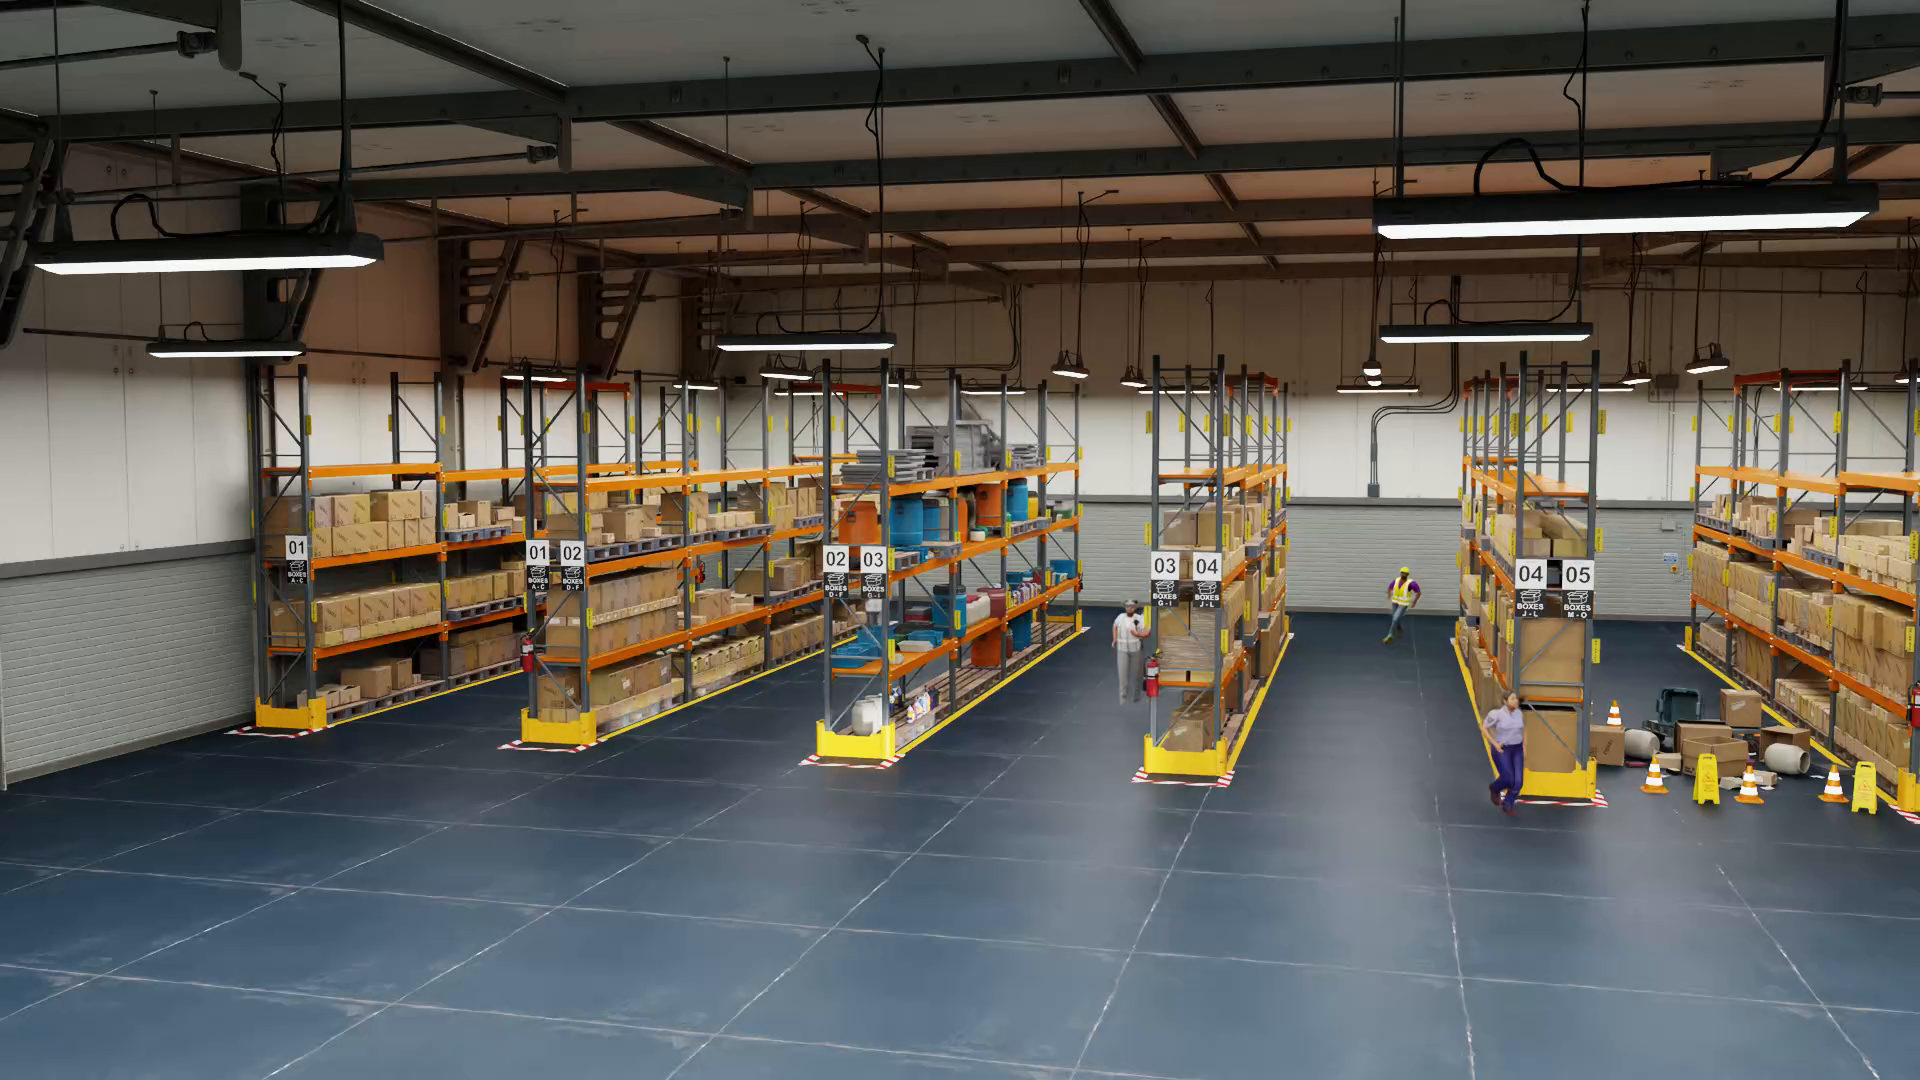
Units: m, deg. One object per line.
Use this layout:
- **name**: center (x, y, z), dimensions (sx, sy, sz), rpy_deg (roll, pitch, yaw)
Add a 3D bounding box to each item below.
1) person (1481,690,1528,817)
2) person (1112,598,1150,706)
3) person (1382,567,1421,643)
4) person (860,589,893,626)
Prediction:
- **person**: center (7.046, 2.748, 21.392), dimensions (0.638, 1.596, 0.522), rpy_deg (-1, 4, -13)
- **person**: center (2.881, 1.888, 28.208), dimensions (0.661, 1.818, 0.900), rpy_deg (1, 4, 13)
- **person**: center (10.151, 1.480, 38.304), dimensions (0.969, 1.731, 0.763), rpy_deg (-4, 6, -45)
- **person**: center (-1.714, 1.474, 33.944), dimensions (0.661, 1.821, 0.847), rpy_deg (0, 4, 1)
